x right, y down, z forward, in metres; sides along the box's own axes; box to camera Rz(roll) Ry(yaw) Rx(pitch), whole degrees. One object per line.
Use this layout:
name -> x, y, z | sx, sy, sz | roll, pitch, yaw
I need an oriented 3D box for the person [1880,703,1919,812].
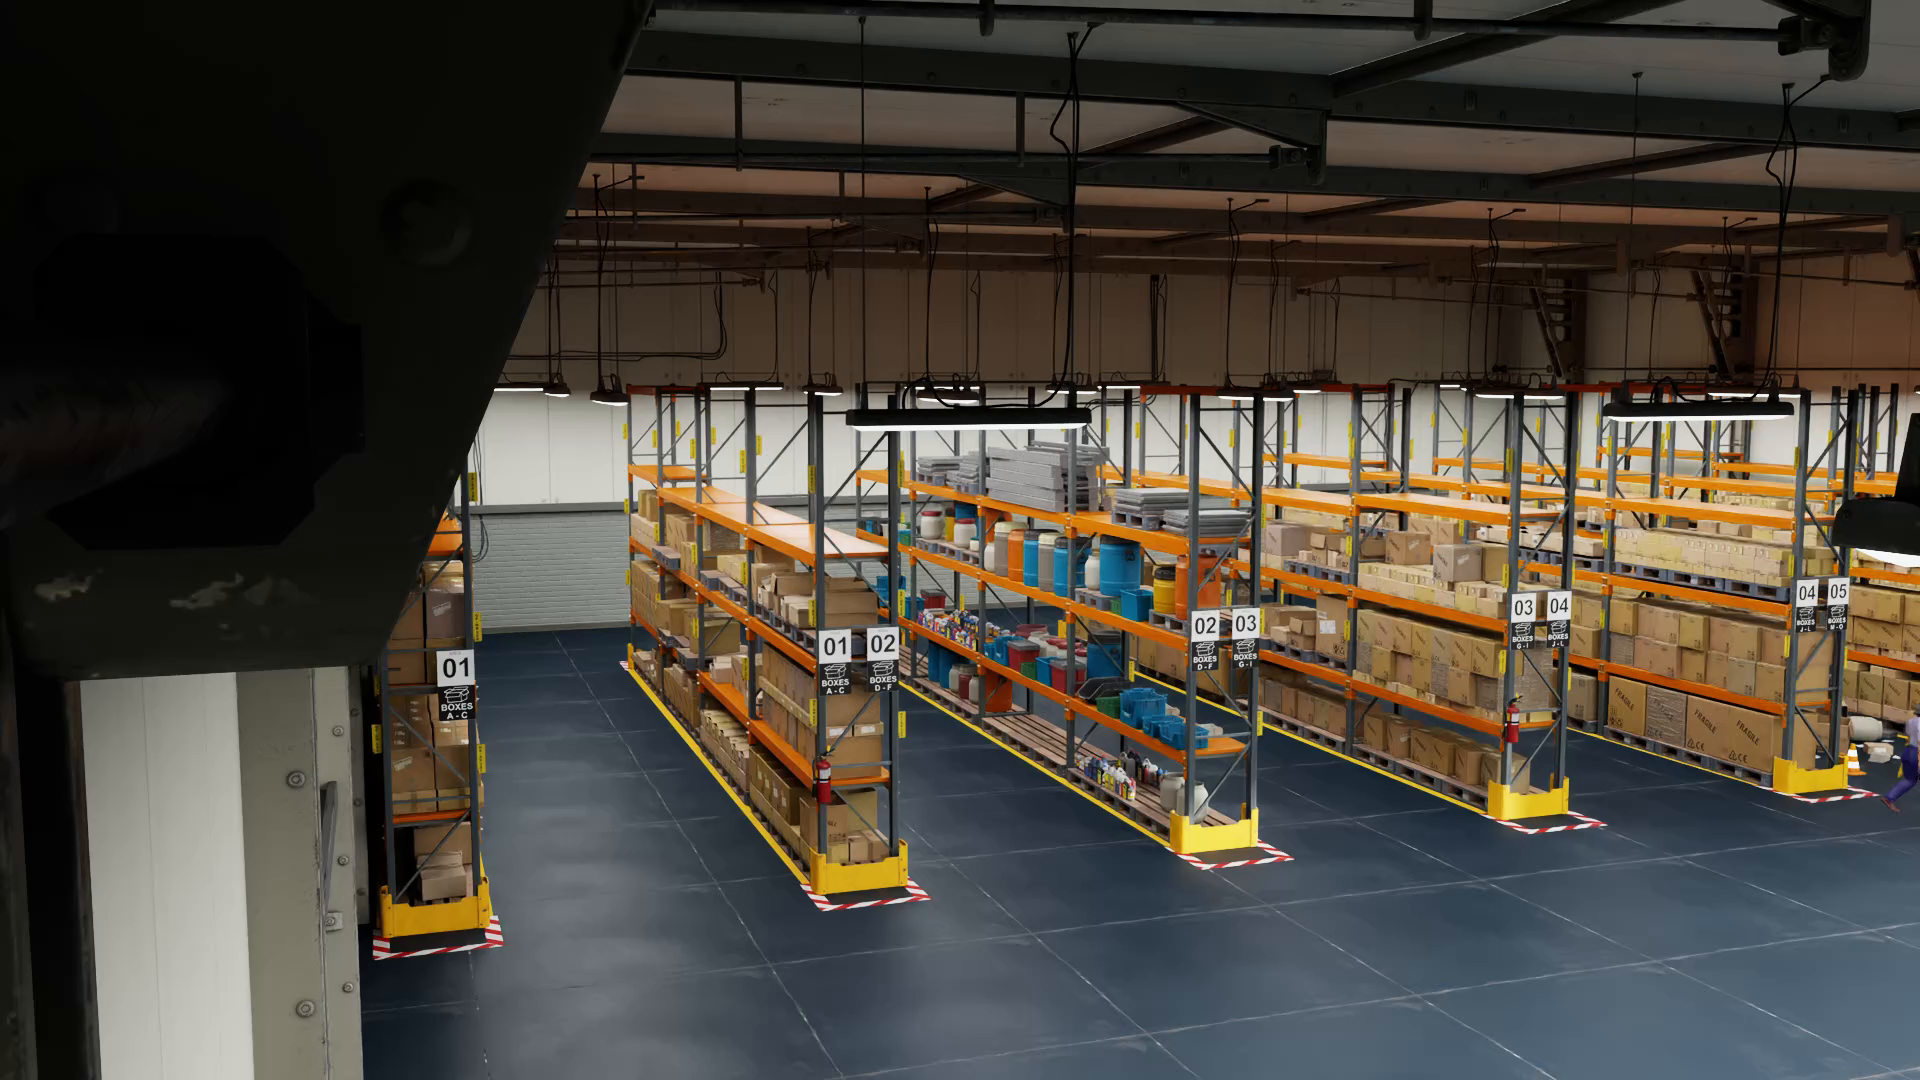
person -> 13.499, 3.095, 23.502 | 0.717, 1.629, 0.503 | 0, 6, 0
